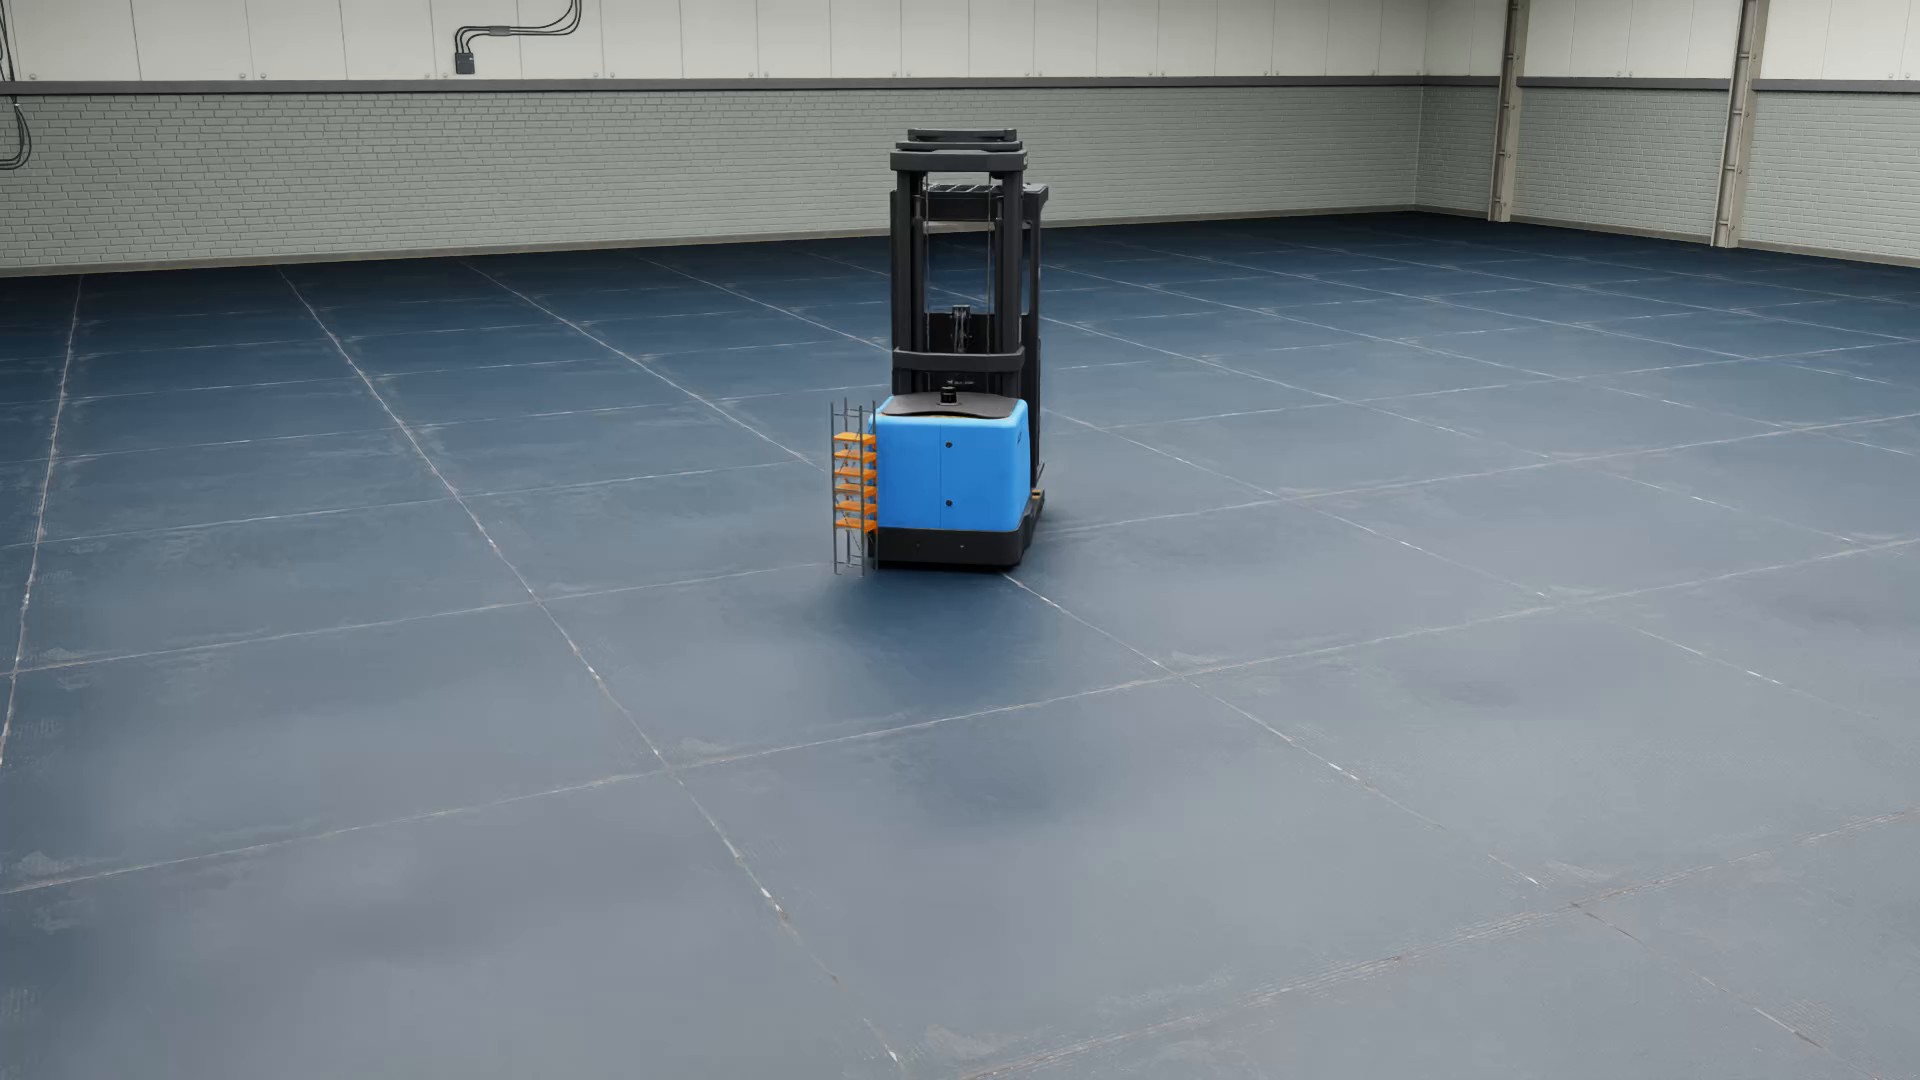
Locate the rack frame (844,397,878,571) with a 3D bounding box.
[{"bbox_3d":[-0.676,-0.375,11.383,0.240,1.200,0.006,8,18,25],"label":"rack frame"}]

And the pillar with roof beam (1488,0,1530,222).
[{"bbox_3d":[8.131,-10.911,33.959,9.100,9.000,0.400,-8,18,-25],"label":"pillar with roof beam"}]

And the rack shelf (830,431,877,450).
[{"bbox_3d":[-0.716,-0.656,11.217,0.258,0.103,0.180,8,18,25],"label":"rack shelf"}]

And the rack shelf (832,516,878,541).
[{"bbox_3d":[-0.716,-0.079,11.383,0.258,0.103,0.180,8,18,25],"label":"rack shelf"}]

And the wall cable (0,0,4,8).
[{"bbox_3d":[-13.986,-9.777,26.481,3.097,2.526,0.112,-8,18,-25],"label":"wall cable"}]

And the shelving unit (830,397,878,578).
[{"bbox_3d":[-0.716,-0.353,11.305,0.258,1.200,0.189,8,18,25],"label":"shelving unit"}]

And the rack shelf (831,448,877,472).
[{"bbox_3d":[-0.716,-0.541,11.251,0.258,0.103,0.180,8,18,25],"label":"rack shelf"}]

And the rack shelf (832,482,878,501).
[{"bbox_3d":[-0.716,-0.310,11.317,0.258,0.103,0.180,8,18,25],"label":"rack shelf"}]

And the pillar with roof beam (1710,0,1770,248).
[{"bbox_3d":[10.759,-9.424,28.775,9.100,9.000,0.400,-8,18,-25],"label":"pillar with roof beam"}]

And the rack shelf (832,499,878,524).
[{"bbox_3d":[-0.716,-0.195,11.350,0.258,0.103,0.180,8,18,25],"label":"rack shelf"}]

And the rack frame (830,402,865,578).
[{"bbox_3d":[-0.757,-0.330,11.226,0.240,1.200,0.006,8,18,25],"label":"rack frame"}]

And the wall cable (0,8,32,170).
[{"bbox_3d":[-16.417,-7.023,26.038,3.097,2.526,0.112,-8,18,-25],"label":"wall cable"}]

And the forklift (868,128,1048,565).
[{"bbox_3d":[0.071,-1.595,12.495,1.130,2.935,3.031,2,16,7],"label":"forklift"}]

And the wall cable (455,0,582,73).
[{"bbox_3d":[-7.877,-11.293,29.125,2.305,6.003,0.169,-8,18,-25],"label":"wall cable"}]

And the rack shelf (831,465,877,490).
[{"bbox_3d":[-0.716,-0.425,11.284,0.258,0.103,0.180,8,18,25],"label":"rack shelf"}]
